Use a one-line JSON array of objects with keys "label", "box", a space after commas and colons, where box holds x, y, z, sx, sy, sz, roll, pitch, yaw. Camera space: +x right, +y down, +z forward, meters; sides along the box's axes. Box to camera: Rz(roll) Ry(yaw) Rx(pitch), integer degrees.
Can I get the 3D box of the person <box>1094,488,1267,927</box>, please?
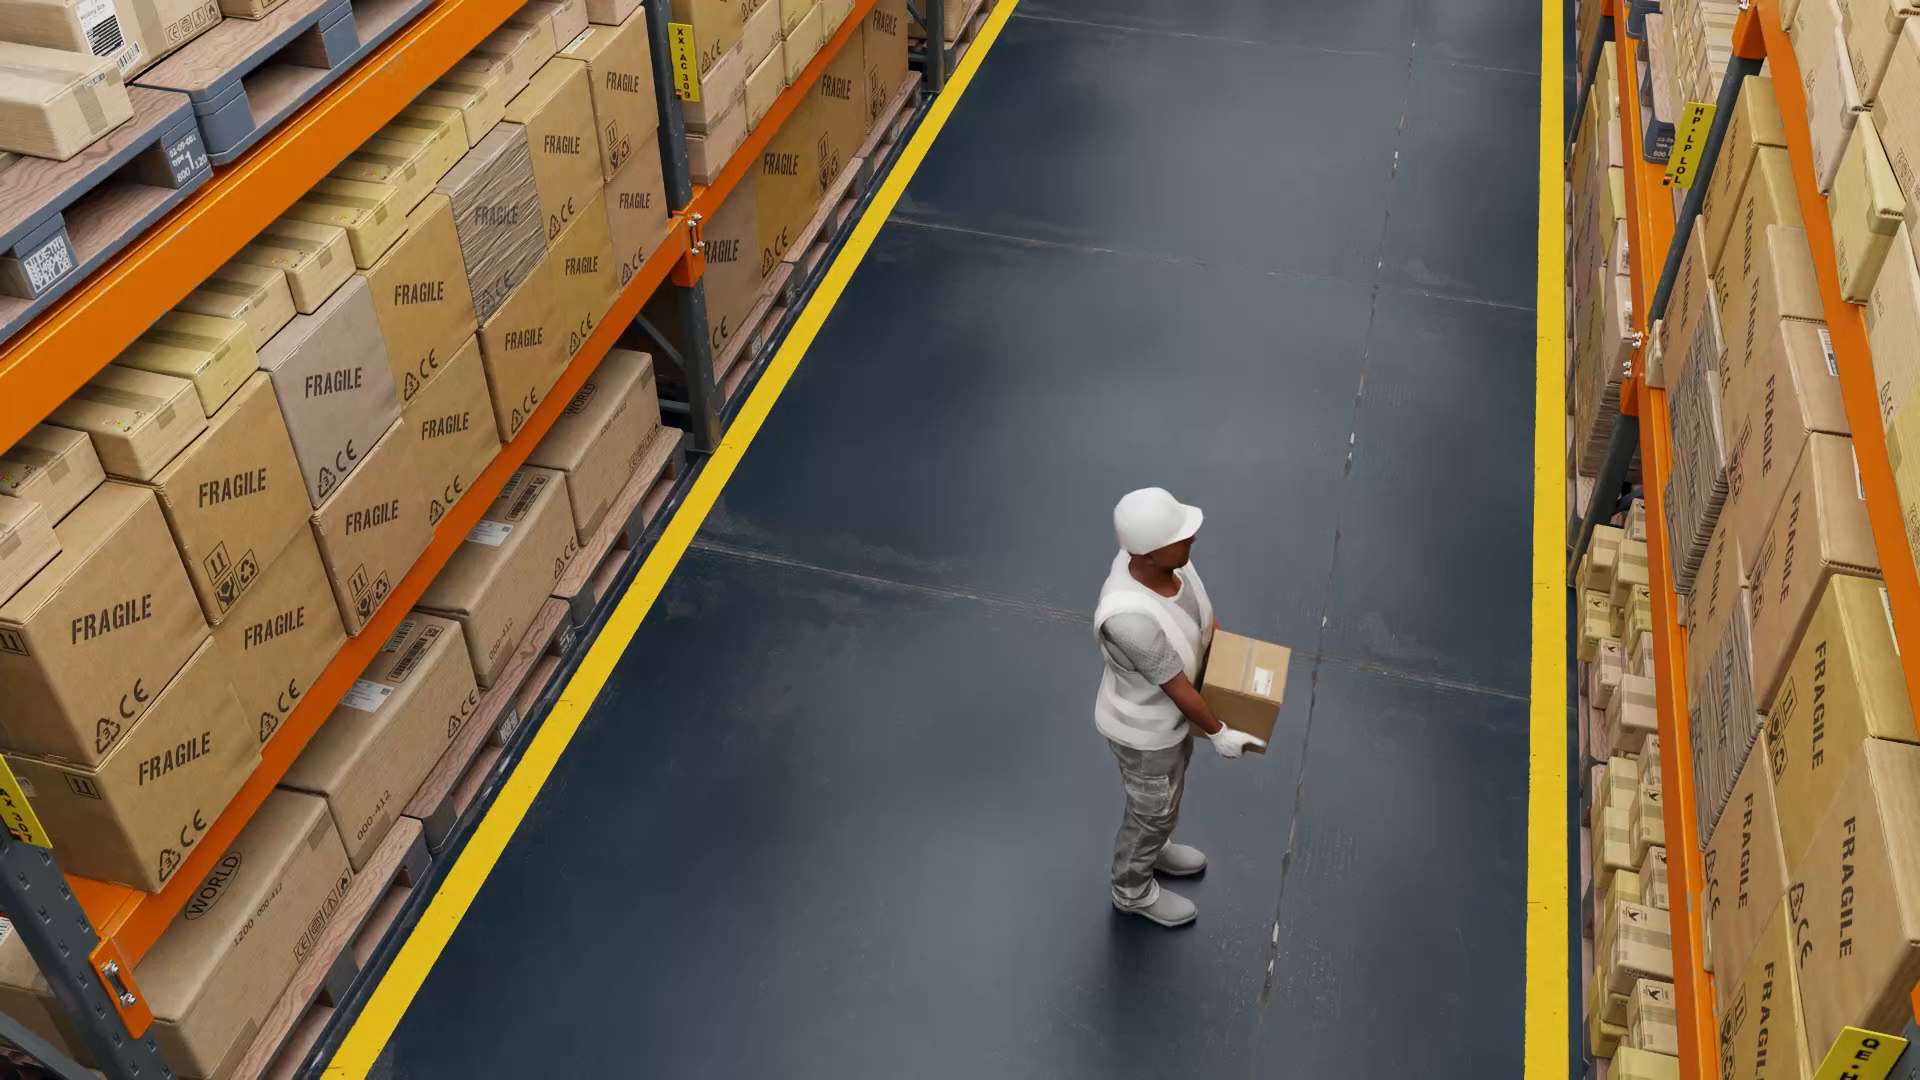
[{"label": "person", "box": [0.729, 0.570, 5.483, 0.583, 1.779, 0.487, 10, 42, 11]}]
